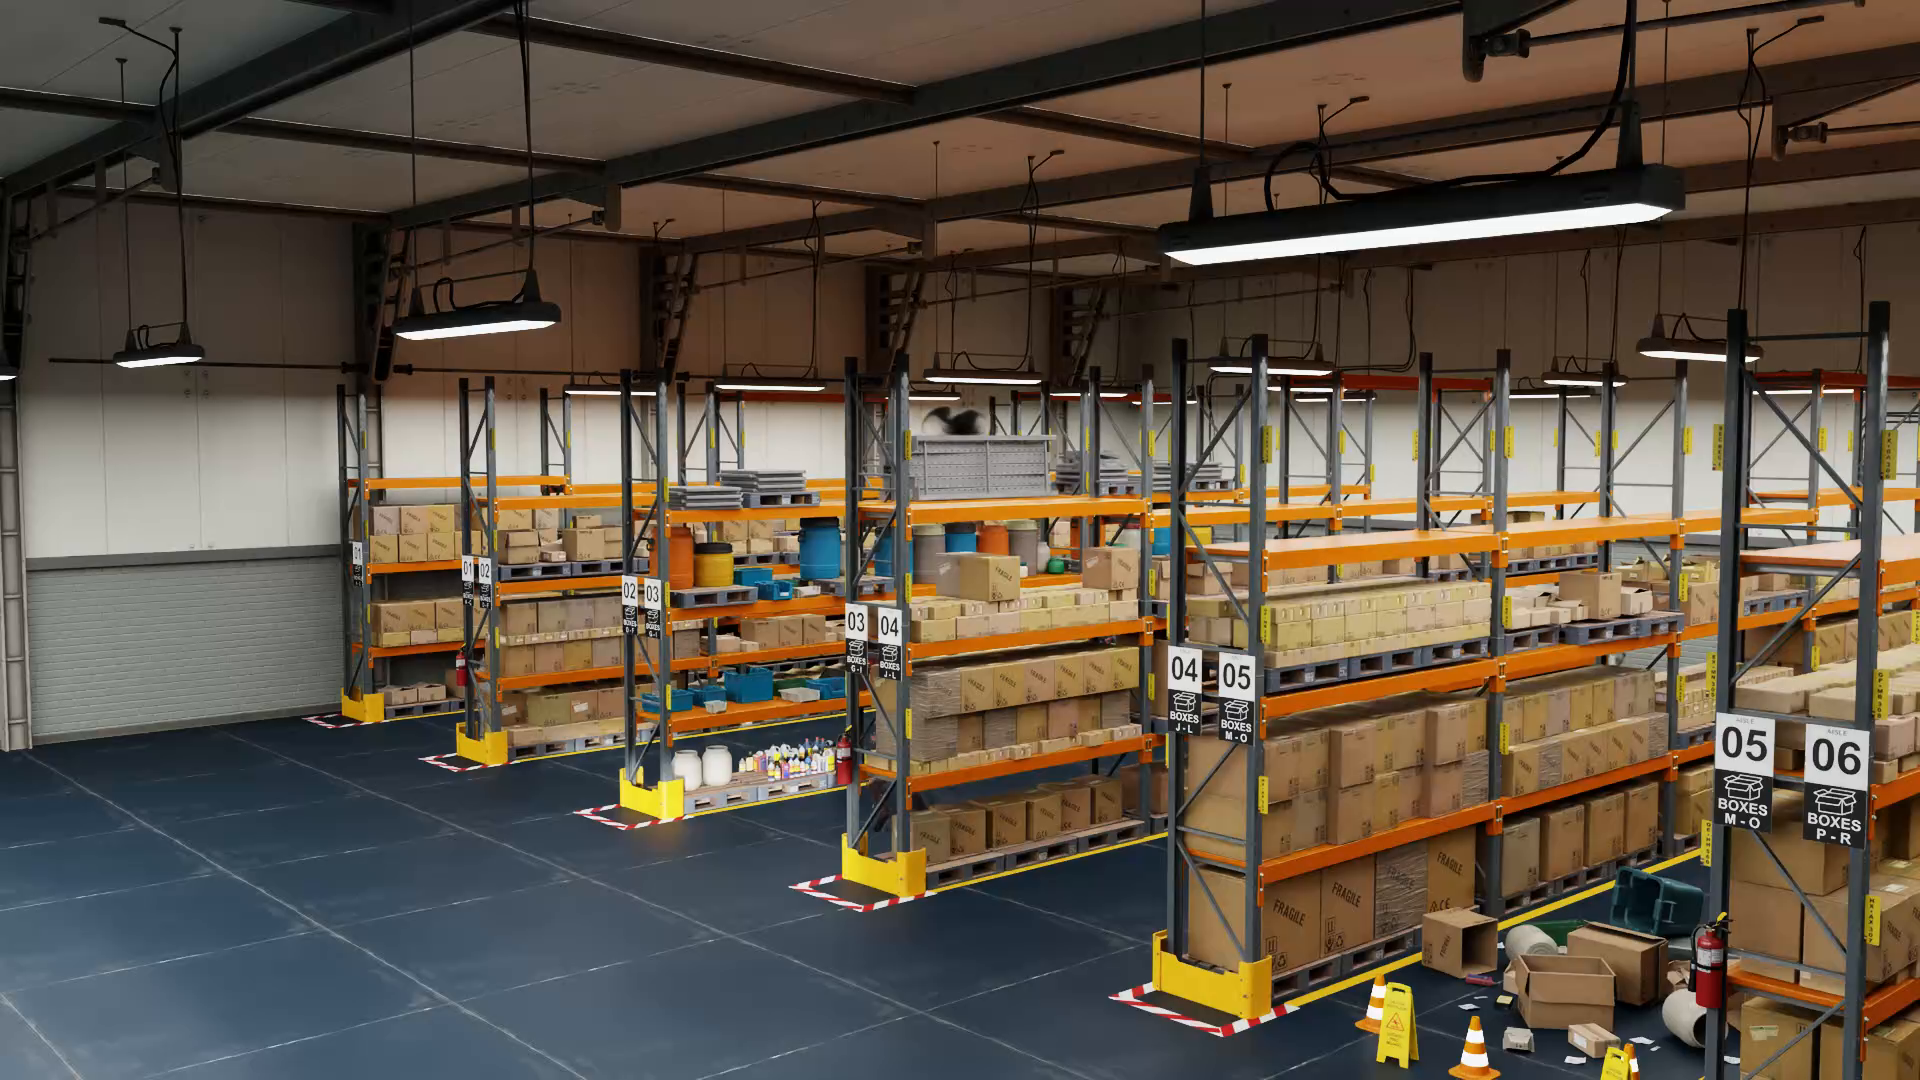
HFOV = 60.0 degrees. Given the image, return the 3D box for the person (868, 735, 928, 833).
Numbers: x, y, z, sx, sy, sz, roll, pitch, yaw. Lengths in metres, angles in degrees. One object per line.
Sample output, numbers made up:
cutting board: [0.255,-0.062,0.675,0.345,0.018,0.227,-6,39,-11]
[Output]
person: [-0.806,2.914,21.495,0.937,1.714,0.638,-3,5,-40]

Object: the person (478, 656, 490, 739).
person: [-7.829,2.517,27.821,0.563,1.670,0.814,2,4,30]

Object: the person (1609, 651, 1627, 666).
person: [12.372,2.276,31.505,0.615,1.693,1.024,0,4,-6]

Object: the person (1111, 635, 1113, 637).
person: [3.070,1.950,31.220,0.720,1.835,0.701,-3,5,-38]
